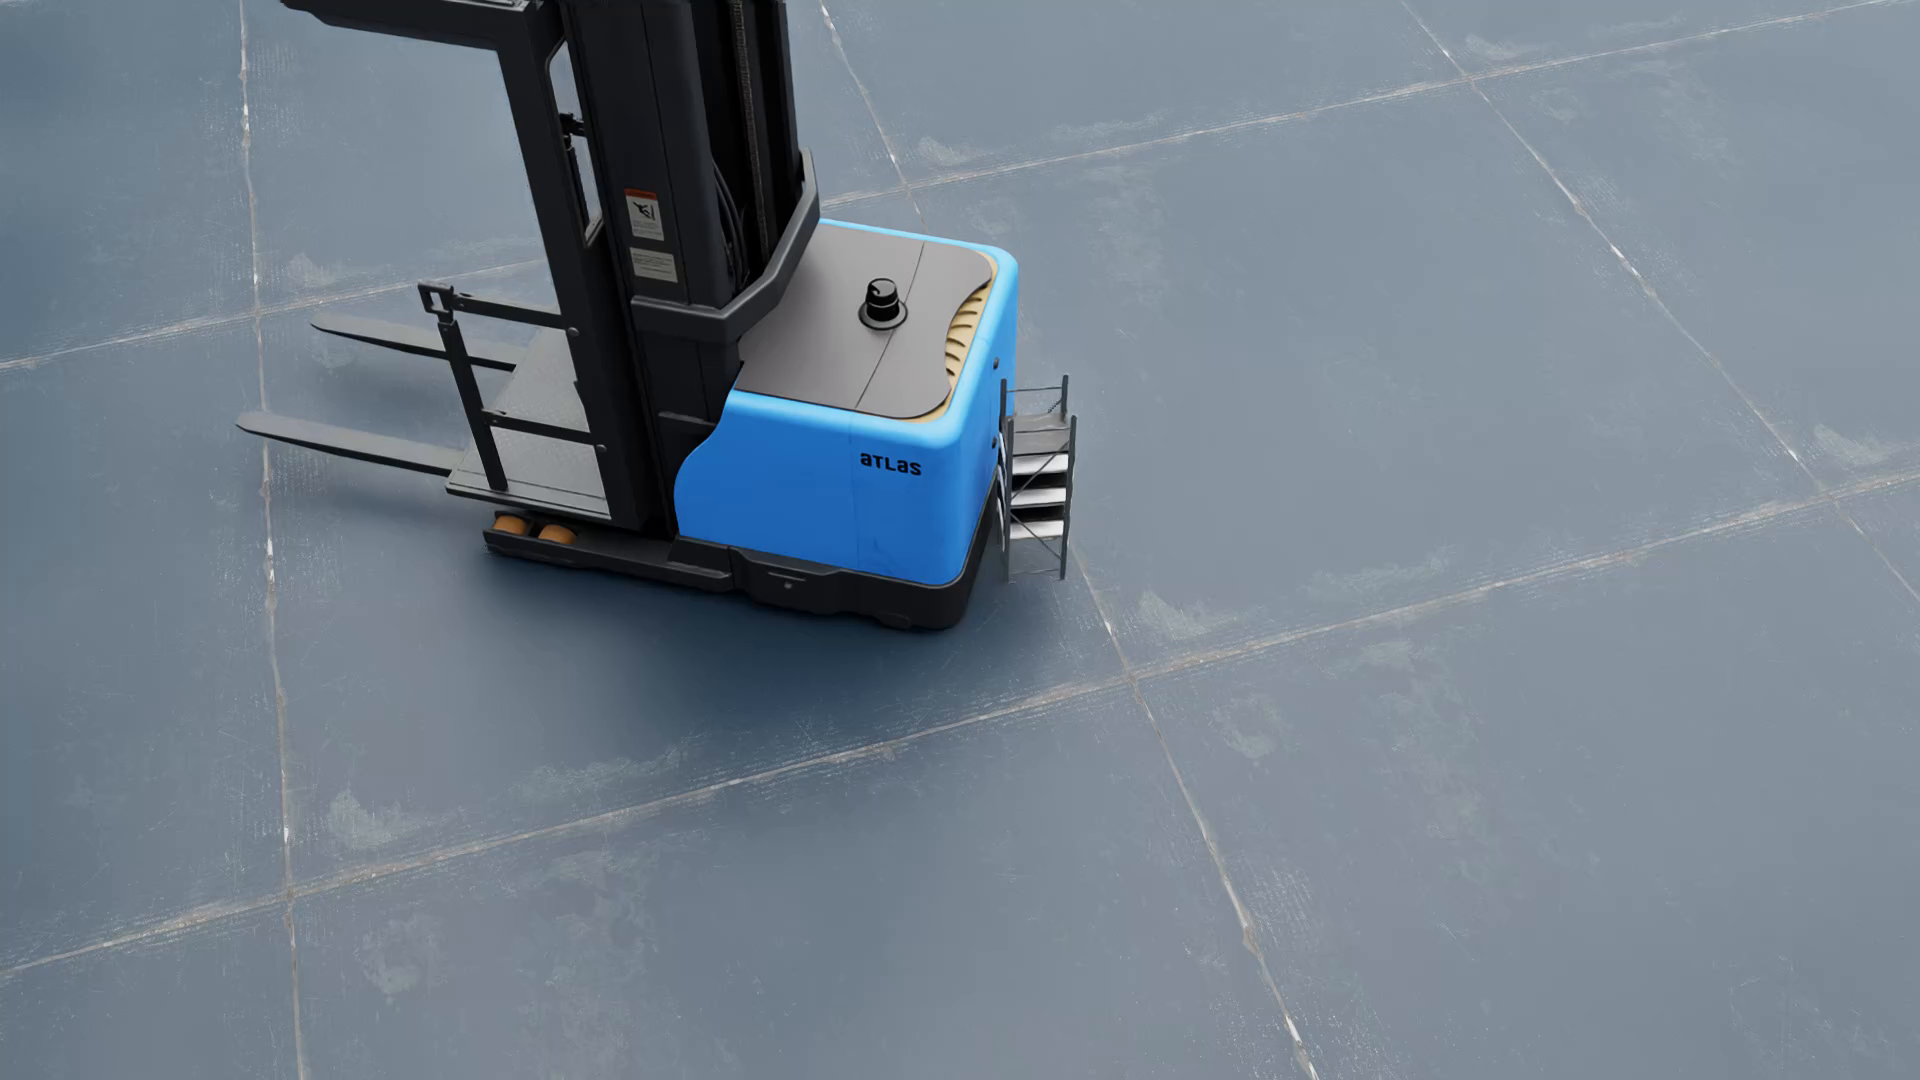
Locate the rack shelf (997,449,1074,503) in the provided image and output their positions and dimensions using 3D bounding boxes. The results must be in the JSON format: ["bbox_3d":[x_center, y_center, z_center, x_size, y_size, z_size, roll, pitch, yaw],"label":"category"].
[{"bbox_3d":[0.274,-0.243,6.082,0.258,0.077,0.200,-4,50,-4],"label":"rack shelf"}]

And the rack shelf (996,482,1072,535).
[{"bbox_3d":[0.274,-0.127,6.220,0.258,0.077,0.200,-4,50,-4],"label":"rack shelf"}]

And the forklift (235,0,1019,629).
[{"bbox_3d":[-1.348,-1.226,5.656,3.031,2.935,1.130,11,51,9],"label":"forklift"}]

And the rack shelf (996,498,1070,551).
[{"bbox_3d":[0.274,-0.069,6.289,0.258,0.077,0.200,-4,50,-4],"label":"rack shelf"}]

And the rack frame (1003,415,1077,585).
[{"bbox_3d":[0.284,-0.130,6.060,0.240,0.900,0.006,-4,50,-4],"label":"rack frame"}]

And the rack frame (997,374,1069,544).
[{"bbox_3d":[0.263,-0.284,6.191,0.240,0.900,0.006,-4,50,-4],"label":"rack frame"}]

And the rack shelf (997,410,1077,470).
[{"bbox_3d":[0.274,-0.359,5.945,0.258,0.077,0.200,-4,50,-4],"label":"rack shelf"}]

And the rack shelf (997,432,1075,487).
[{"bbox_3d":[0.274,-0.301,6.013,0.258,0.077,0.200,-4,50,-4],"label":"rack shelf"}]

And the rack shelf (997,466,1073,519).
[{"bbox_3d":[0.274,-0.185,6.151,0.258,0.077,0.200,-4,50,-4],"label":"rack shelf"}]

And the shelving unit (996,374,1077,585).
[{"bbox_3d":[0.274,-0.207,6.126,0.258,0.900,0.210,-4,50,-4],"label":"shelving unit"}]
